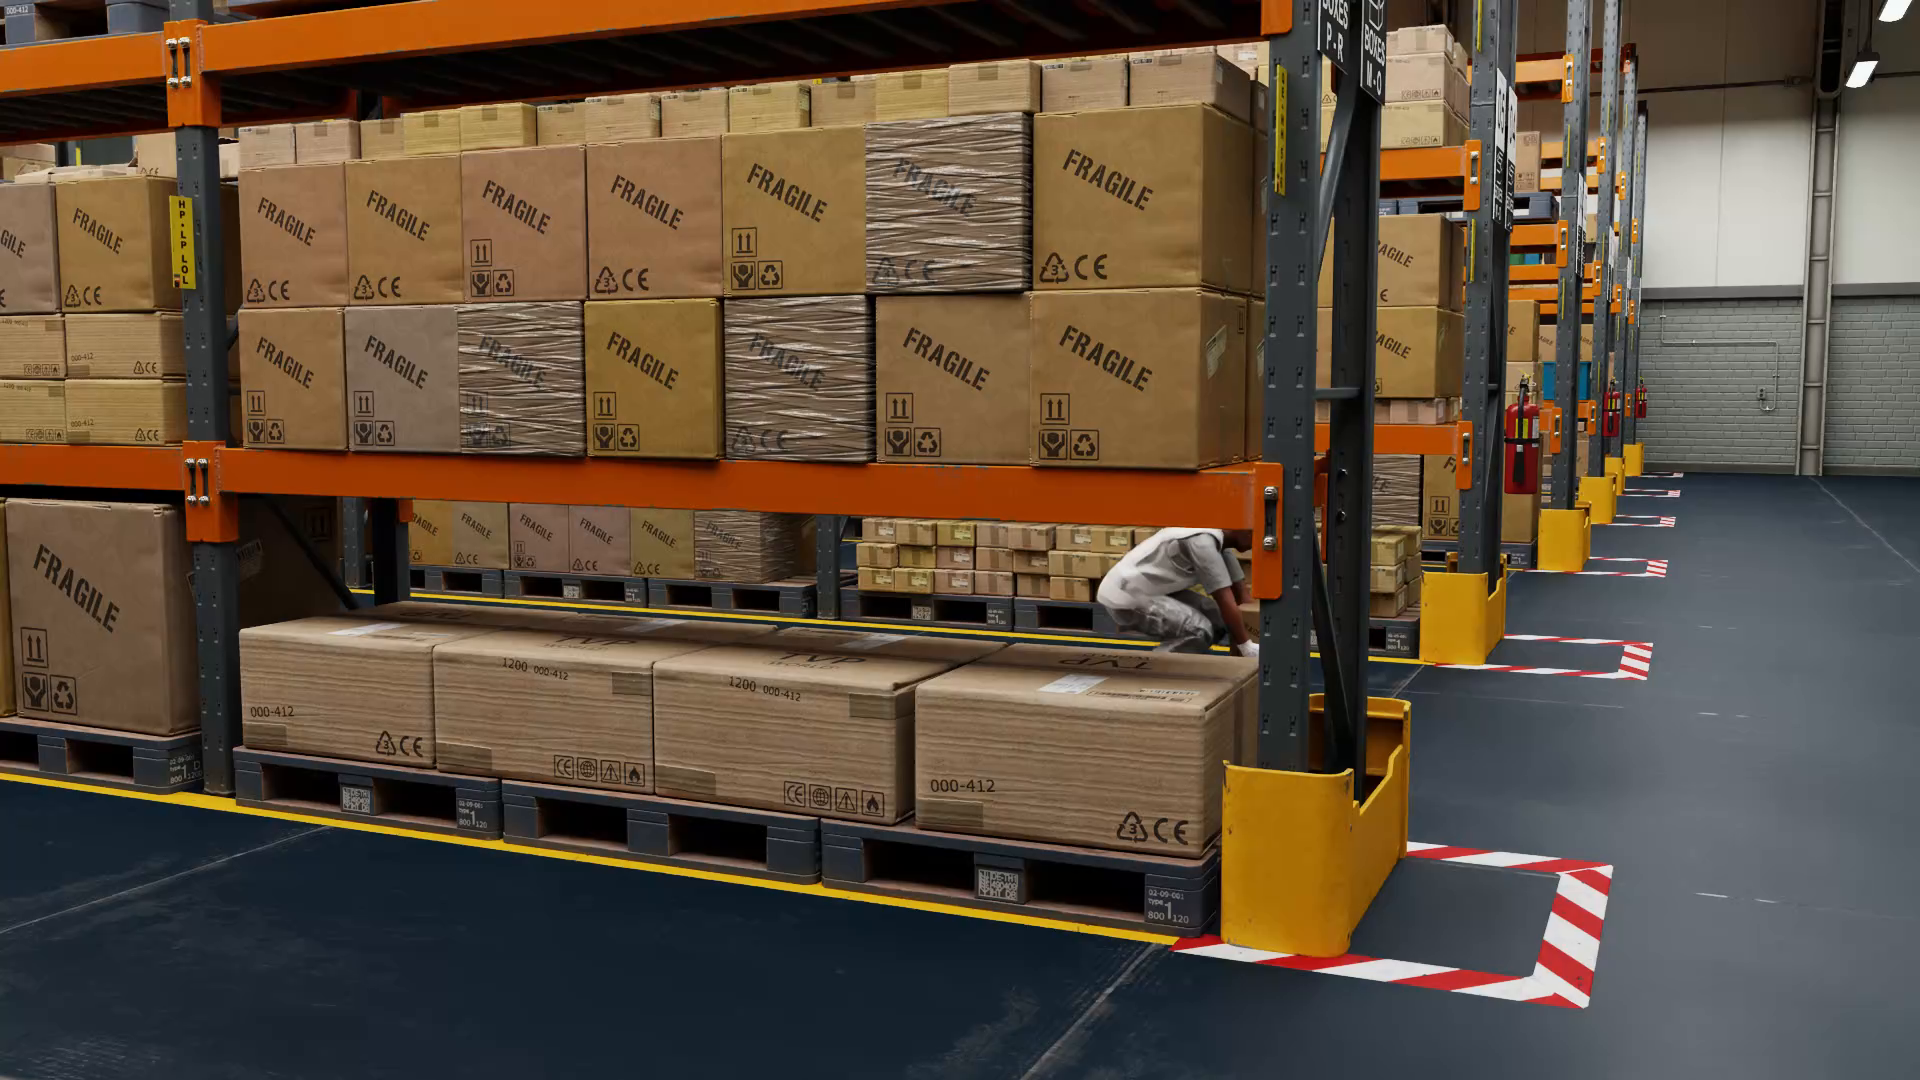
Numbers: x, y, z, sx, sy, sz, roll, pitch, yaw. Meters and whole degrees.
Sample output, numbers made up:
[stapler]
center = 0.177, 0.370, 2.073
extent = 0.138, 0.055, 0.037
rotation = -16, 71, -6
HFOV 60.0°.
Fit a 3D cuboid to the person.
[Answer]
[person]
center = 1.158, 0.269, 8.221
extent = 0.926, 1.000, 0.561
rotation = 2, 6, 22
